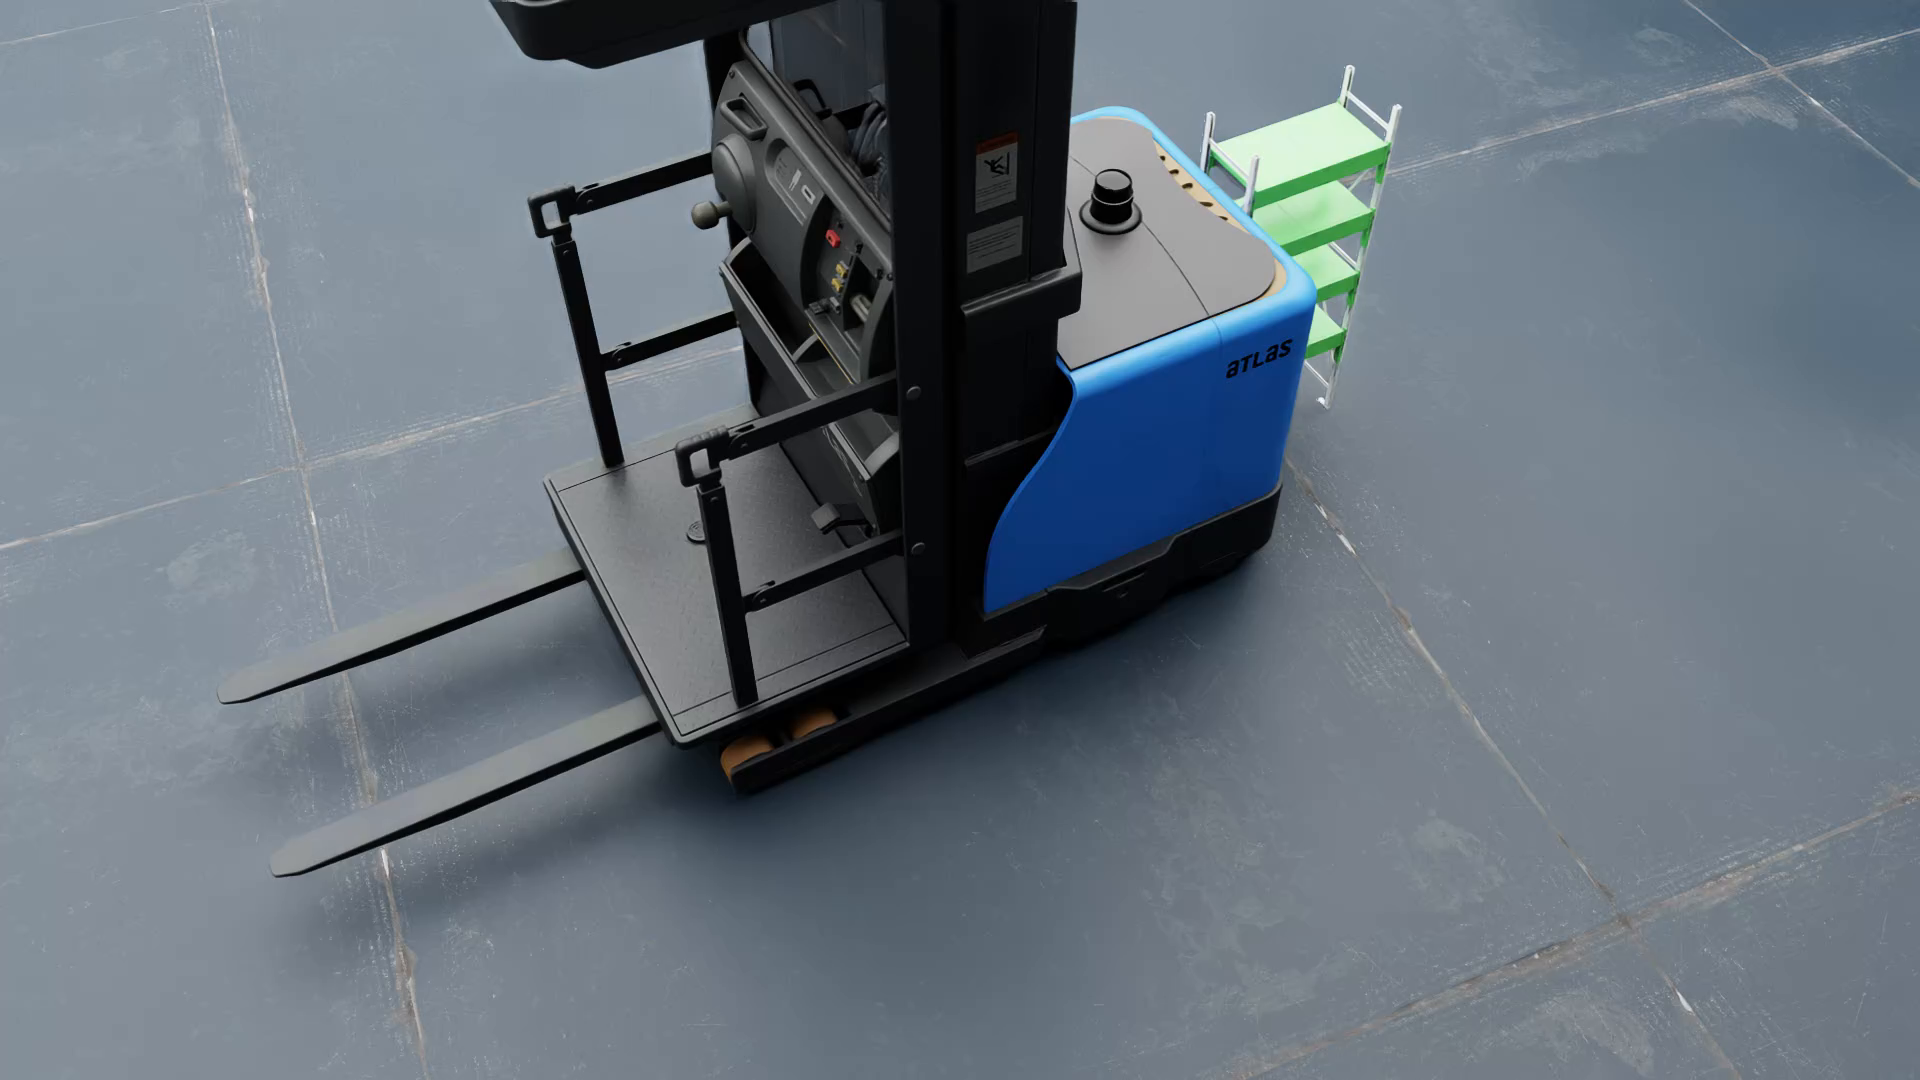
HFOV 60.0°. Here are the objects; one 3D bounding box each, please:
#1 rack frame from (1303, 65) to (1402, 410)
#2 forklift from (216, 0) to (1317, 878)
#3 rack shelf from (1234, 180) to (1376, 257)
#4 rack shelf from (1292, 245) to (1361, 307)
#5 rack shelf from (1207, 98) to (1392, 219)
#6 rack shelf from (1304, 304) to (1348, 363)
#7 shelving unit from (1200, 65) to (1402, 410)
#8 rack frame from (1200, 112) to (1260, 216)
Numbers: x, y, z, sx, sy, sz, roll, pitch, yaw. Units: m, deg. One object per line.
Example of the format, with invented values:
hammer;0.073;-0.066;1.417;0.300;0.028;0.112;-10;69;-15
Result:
rack frame;1.192;-0.914;5.244;0.015;1.200;0.240;-22;53;-18
forklift;-0.570;-0.722;3.938;3.031;2.935;1.130;-22;53;-18
rack shelf;0.977;-0.941;5.035;0.480;0.148;0.258;-22;53;-18
rack shelf;0.977;-0.785;5.217;0.480;0.148;0.258;-22;53;-18
rack shelf;0.977;-1.097;4.853;0.480;0.148;0.258;-22;53;-18
rack shelf;0.977;-0.628;5.399;0.480;0.148;0.258;-22;53;-18
shelving unit;0.977;-0.826;5.169;0.503;1.200;0.258;-22;53;-18
rack frame;0.763;-0.738;5.093;0.015;1.200;0.240;-22;53;-18
